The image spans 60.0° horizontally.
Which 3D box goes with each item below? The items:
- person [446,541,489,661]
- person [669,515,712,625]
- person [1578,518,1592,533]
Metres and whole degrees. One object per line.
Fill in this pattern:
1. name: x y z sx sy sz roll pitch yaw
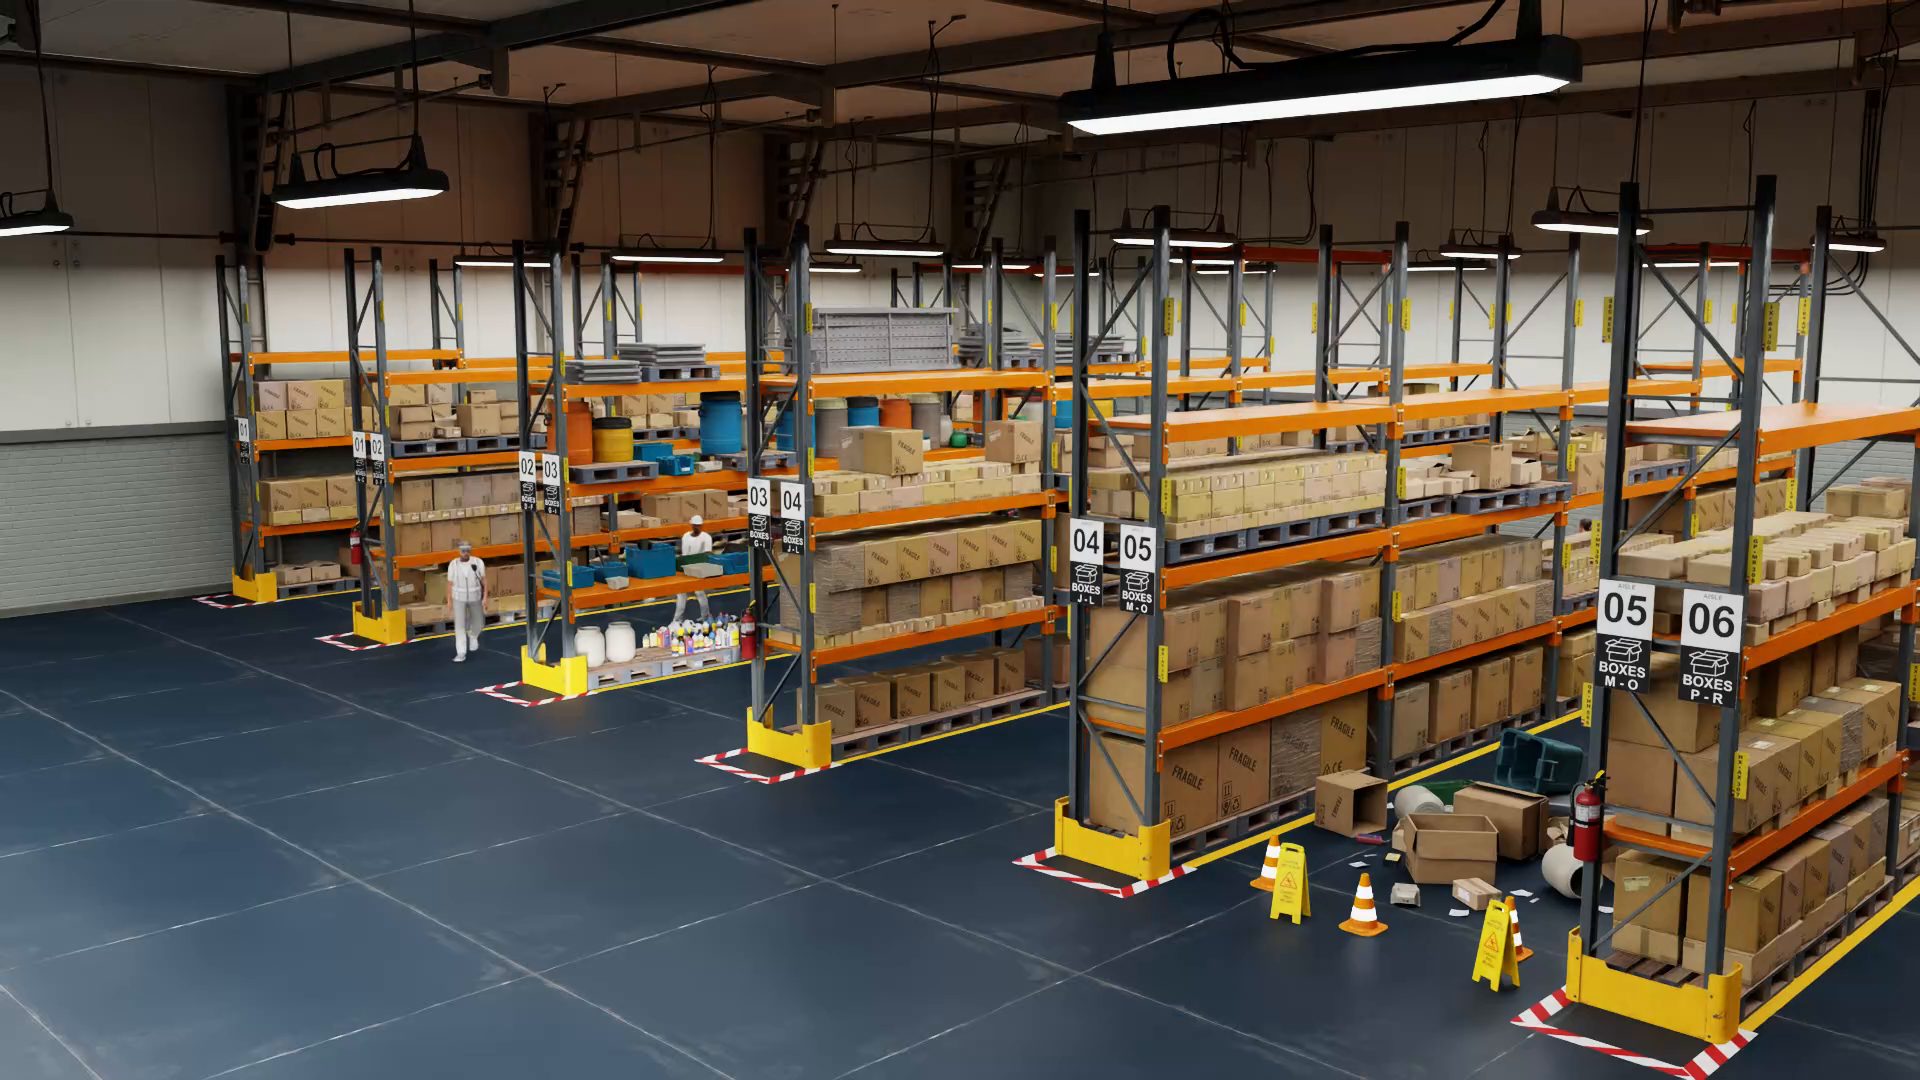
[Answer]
1. person: -7.220 0.852 24.370 0.591 1.729 0.888 -3 8 -17
2. person: -4.382 0.497 26.980 0.600 1.765 0.782 3 9 20
3. person: 10.469 0.416 28.000 0.427 1.588 1.121 -1 8 -10
